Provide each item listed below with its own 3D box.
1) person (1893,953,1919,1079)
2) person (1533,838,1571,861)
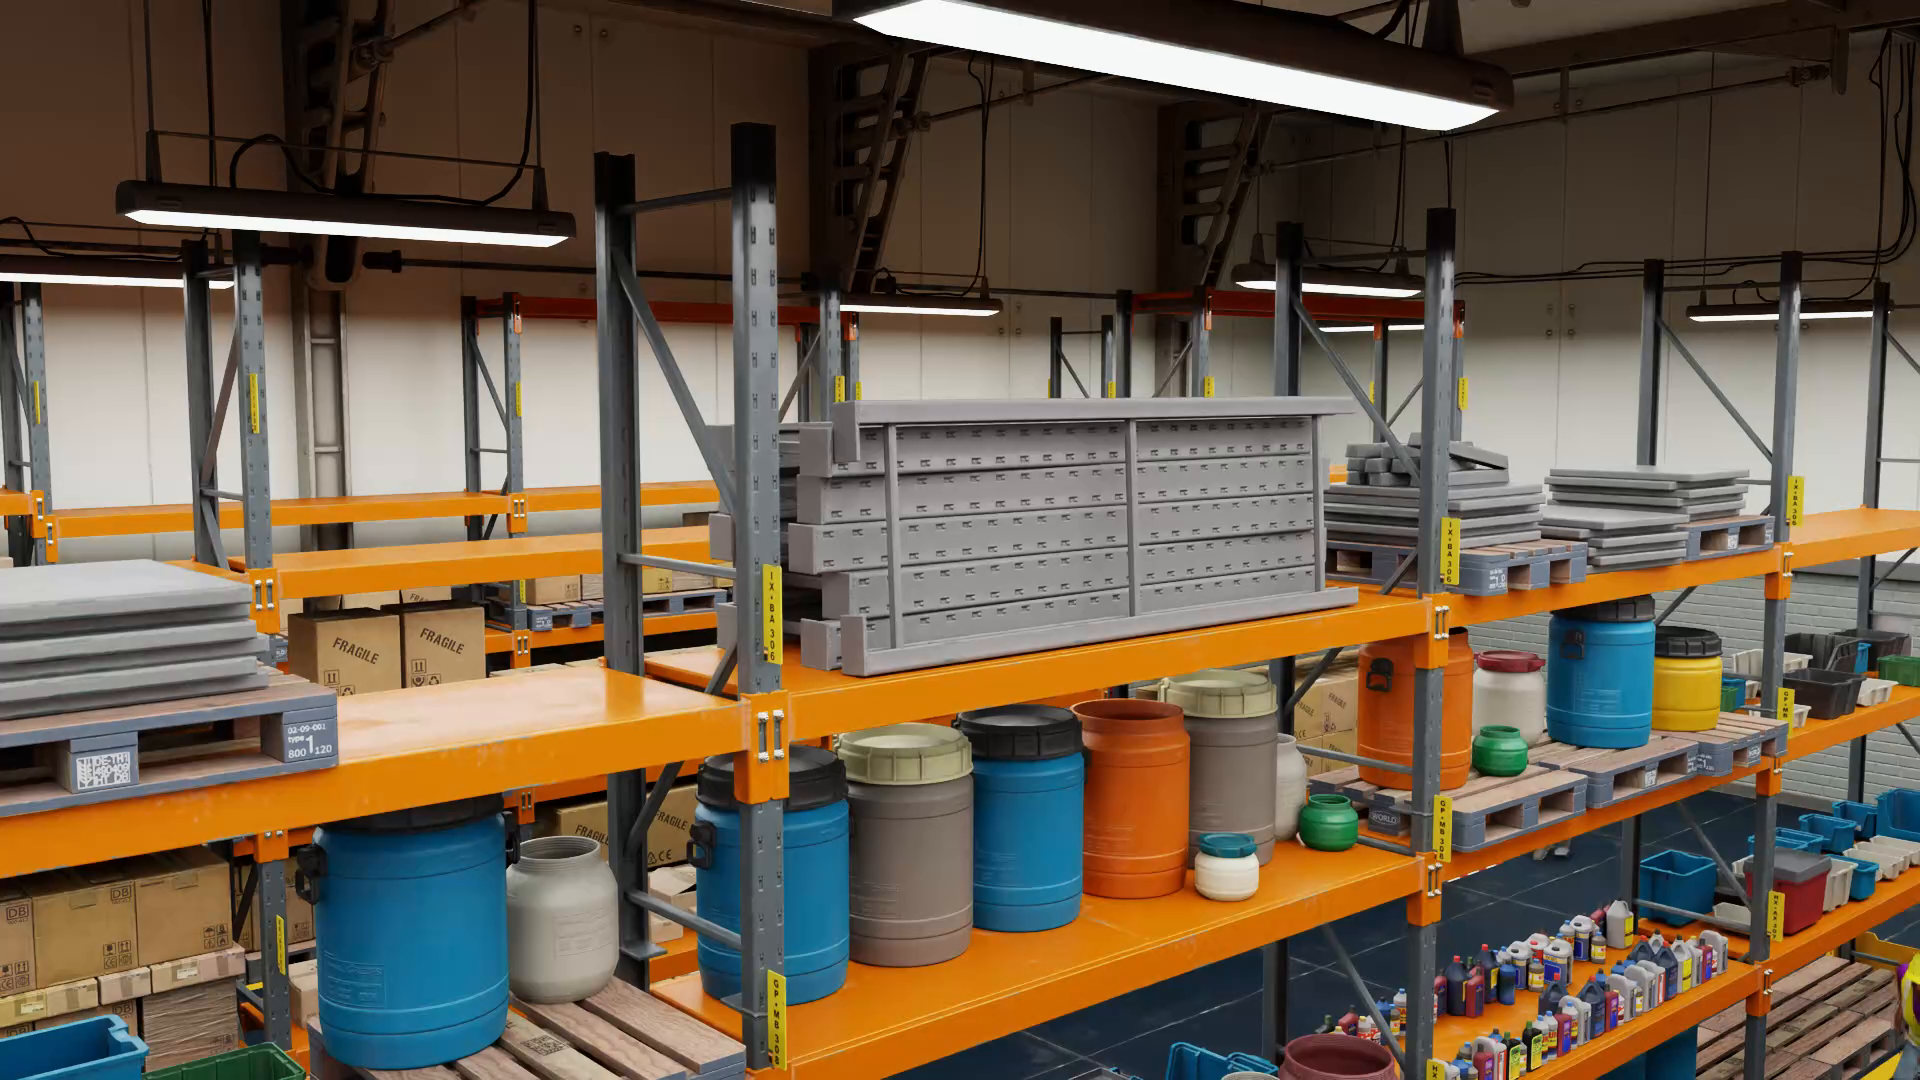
[{"bbox_3d":[6.415,3.371,10.829,1.121,1.599,0.709,-4,7,-37],"label":"person"},{"bbox_3d":[6.418,2.706,17.868,0.591,1.559,0.923,4,7,36],"label":"person"}]
